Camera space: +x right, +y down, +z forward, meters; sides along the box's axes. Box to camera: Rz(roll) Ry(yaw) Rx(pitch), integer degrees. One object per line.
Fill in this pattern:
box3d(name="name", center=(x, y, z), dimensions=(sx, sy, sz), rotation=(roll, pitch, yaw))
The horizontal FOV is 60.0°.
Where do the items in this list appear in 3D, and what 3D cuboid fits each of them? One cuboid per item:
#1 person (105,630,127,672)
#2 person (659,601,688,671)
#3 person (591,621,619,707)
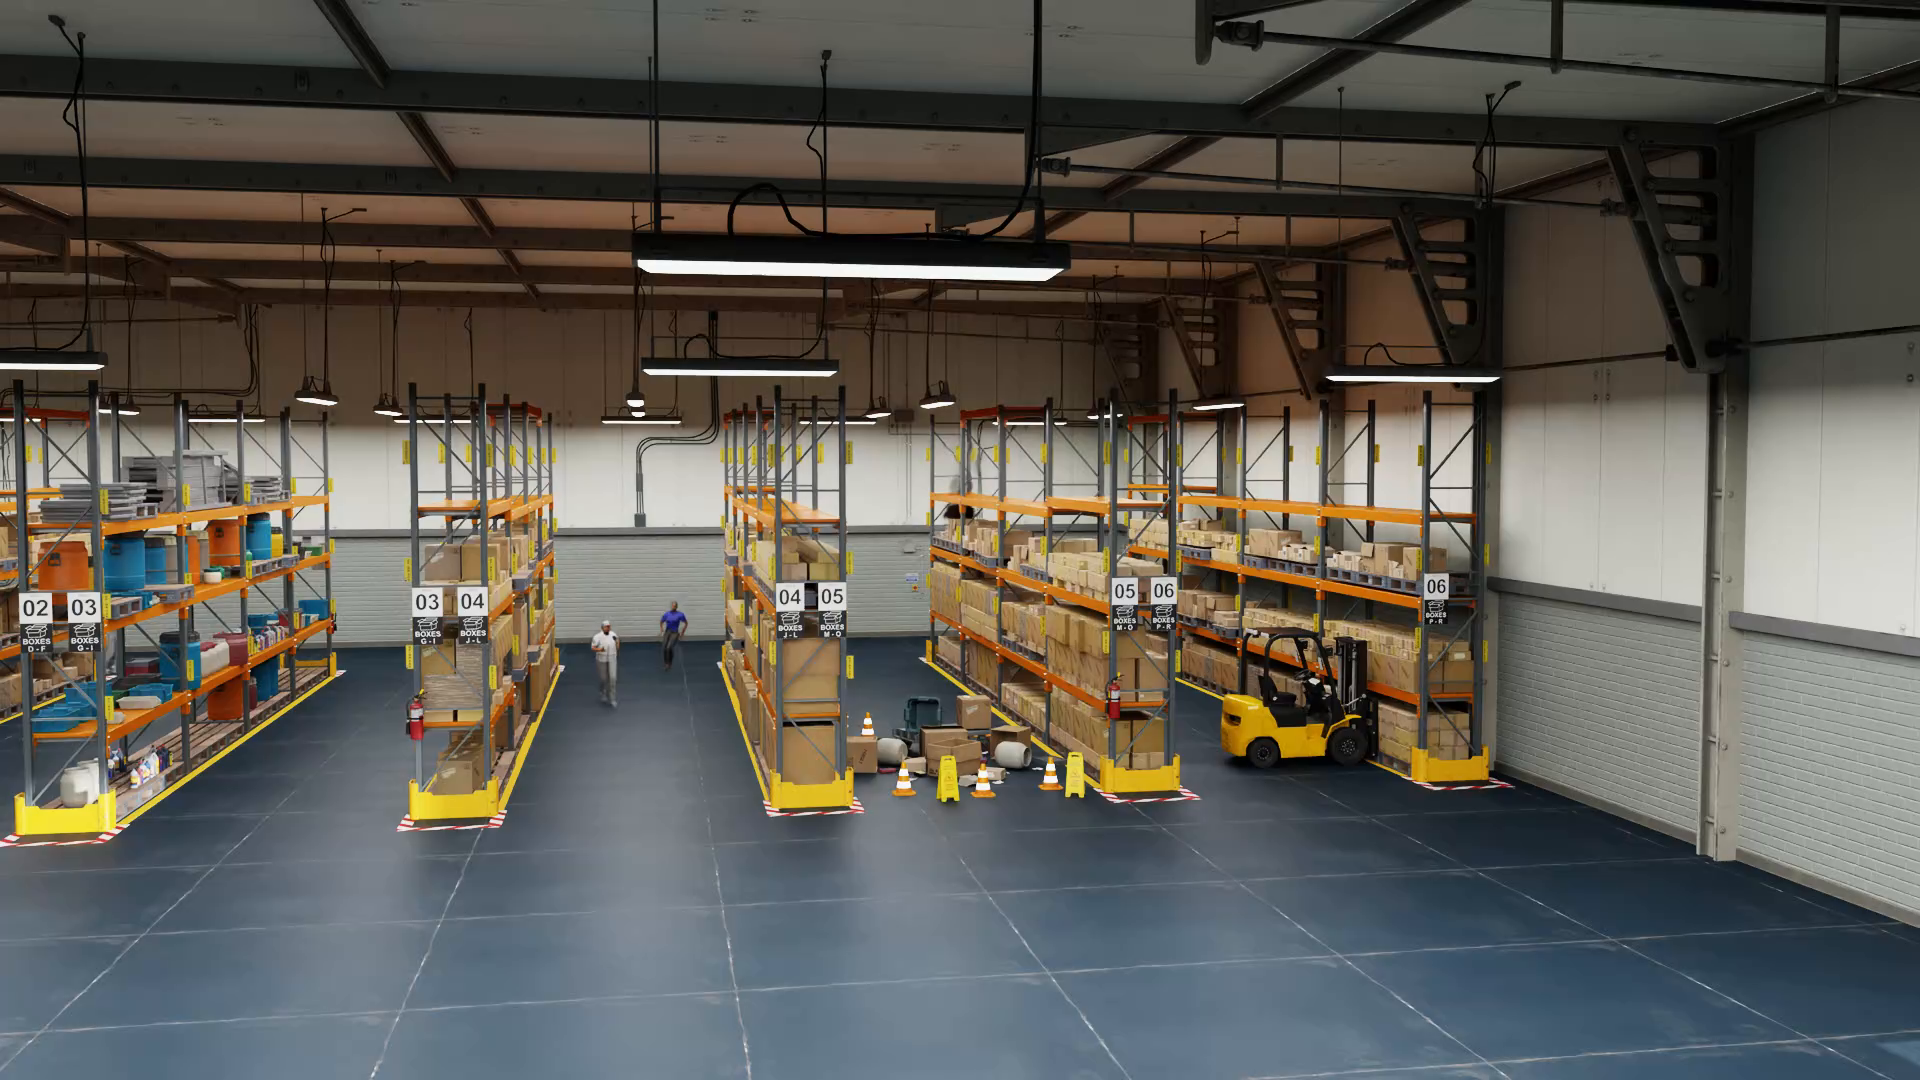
box3d(name="person", center=(-19.543, 2.396, 38.195), dimensions=(0.633, 1.486, 0.610), rotation=(0, 3, -9))
box3d(name="person", center=(-6.720, 2.236, 38.798), dimensions=(0.648, 1.630, 0.625), rotation=(1, 3, 12))
box3d(name="person", center=(-7.131, 2.467, 33.471), dimensions=(0.596, 1.705, 0.854), rotation=(-1, 3, -18))
